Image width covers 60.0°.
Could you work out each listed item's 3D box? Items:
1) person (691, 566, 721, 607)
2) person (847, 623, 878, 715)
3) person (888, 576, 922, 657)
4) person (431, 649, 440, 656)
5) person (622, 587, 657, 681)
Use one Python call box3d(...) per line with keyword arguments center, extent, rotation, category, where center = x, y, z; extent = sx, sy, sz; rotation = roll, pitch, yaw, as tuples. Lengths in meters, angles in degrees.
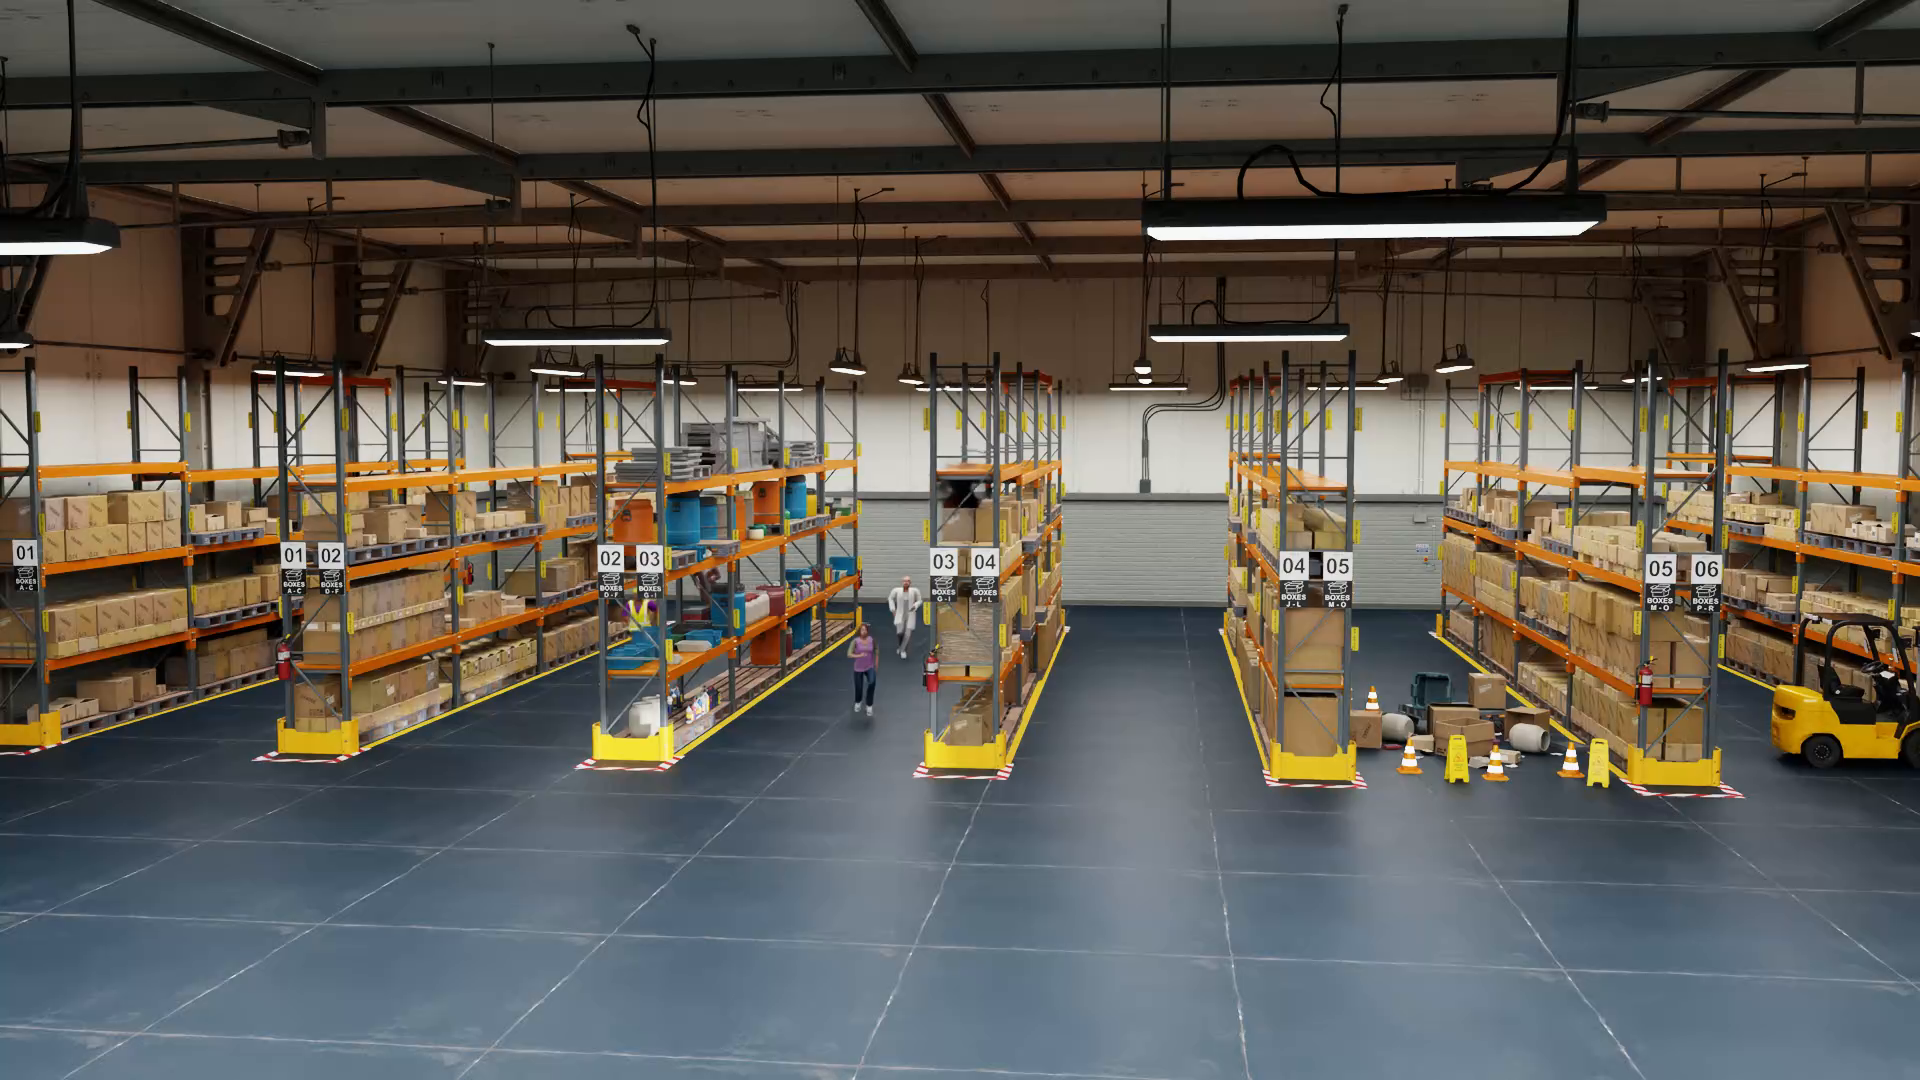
box3d(center=(-6.173, 1.263, 40.458), extent=(0.714, 1.774, 0.978), rotation=(-1, 4, -14), category="person")
box3d(center=(-1.595, 2.110, 27.384), extent=(0.565, 1.498, 0.796), rotation=(-1, 4, -13), category="person")
box3d(center=(-1.160, 1.638, 35.304), extent=(0.713, 1.735, 0.638), rotation=(0, 4, -4), category="person")
box3d(center=(-10.927, 1.744, 34.633), extent=(0.623, 1.664, 0.710), rotation=(0, 4, 7), category="person")
box3d(center=(-6.305, 1.803, 32.642), extent=(0.640, 1.796, 0.890), rotation=(0, 4, 4), category="person")
